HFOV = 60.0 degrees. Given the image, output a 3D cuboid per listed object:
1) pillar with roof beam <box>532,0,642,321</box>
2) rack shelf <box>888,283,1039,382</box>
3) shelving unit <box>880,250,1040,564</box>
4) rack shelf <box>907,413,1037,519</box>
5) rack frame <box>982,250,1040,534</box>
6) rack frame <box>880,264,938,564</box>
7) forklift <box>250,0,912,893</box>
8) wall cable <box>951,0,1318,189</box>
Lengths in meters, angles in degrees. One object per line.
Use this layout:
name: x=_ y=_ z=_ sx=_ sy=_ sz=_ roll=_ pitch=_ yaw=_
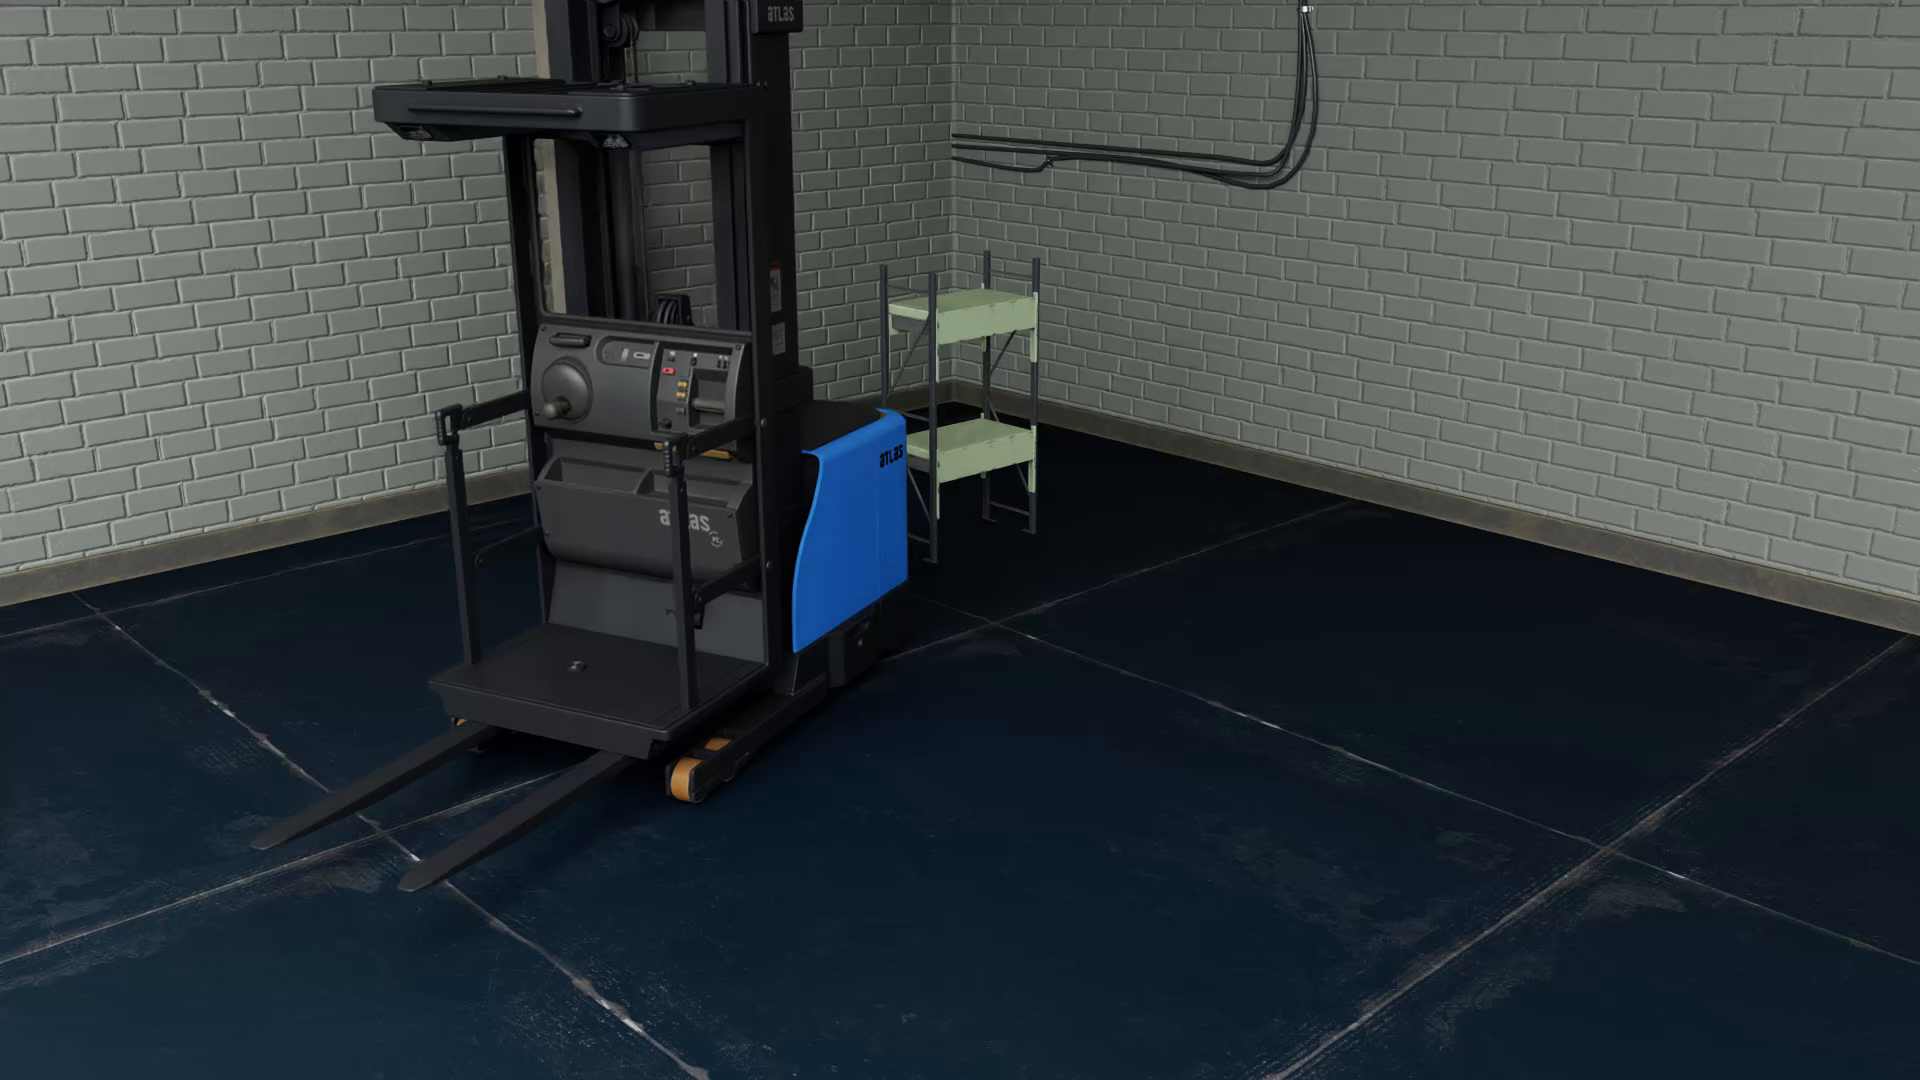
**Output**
pillar with roof beam: x=0.835 y=-3.670 z=5.714 sx=0.400 sy=9.000 sz=9.100 roll=-16 pitch=24 yaw=-41
rack shelf: x=0.005 y=-1.086 z=8.637 sx=0.720 sy=0.370 sz=0.431 roll=-16 pitch=24 yaw=-41
shelving unit: x=0.005 y=-0.715 z=8.758 sx=0.755 sy=1.500 sz=0.431 roll=-16 pitch=24 yaw=-41
rack shelf: x=0.005 y=-0.405 z=8.858 sx=0.720 sy=0.370 sz=0.431 roll=-16 pitch=24 yaw=-41
rack frame: x=0.271 y=-0.792 z=8.997 sx=0.023 sy=1.500 sz=0.400 roll=-16 pitch=24 yaw=-41
rack frame: x=-0.261 y=-0.637 z=8.519 sx=0.023 sy=1.500 sz=0.400 roll=-16 pitch=24 yaw=-41
forklift: x=-1.304 y=-0.591 z=6.054 sx=1.130 sy=2.935 sz=3.031 roll=8 pitch=20 yaw=24
wall cable: x=0.926 y=-3.486 z=10.180 sx=0.112 sy=2.526 sz=3.097 roll=-16 pitch=24 yaw=-41
